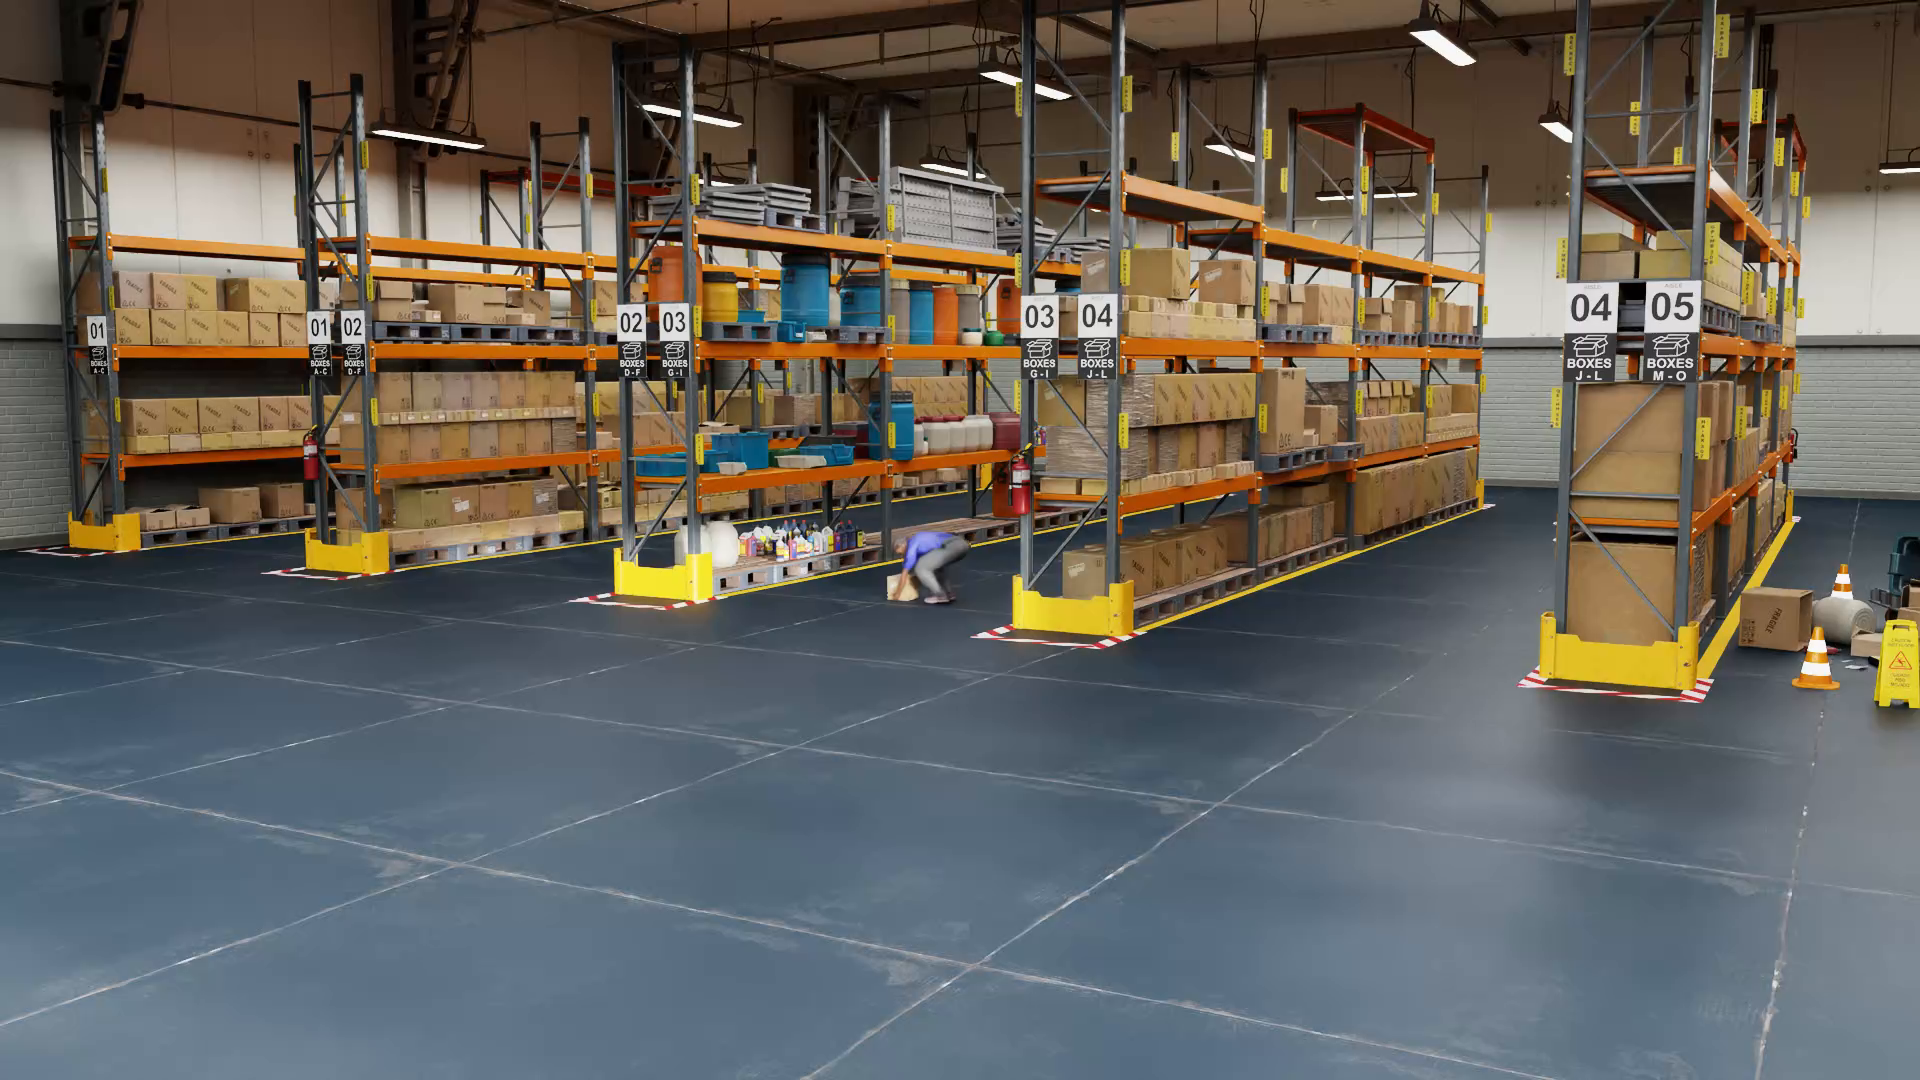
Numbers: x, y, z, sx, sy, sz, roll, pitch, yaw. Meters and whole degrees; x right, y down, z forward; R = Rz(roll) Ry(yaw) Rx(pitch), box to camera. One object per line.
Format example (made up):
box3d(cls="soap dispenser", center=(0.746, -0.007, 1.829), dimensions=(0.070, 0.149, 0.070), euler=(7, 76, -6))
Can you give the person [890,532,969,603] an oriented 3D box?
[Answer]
box3d(cls="person", center=(-0.335, 0.299, 17.977), dimensions=(0.871, 0.775, 0.460), euler=(3, 7, 27))
